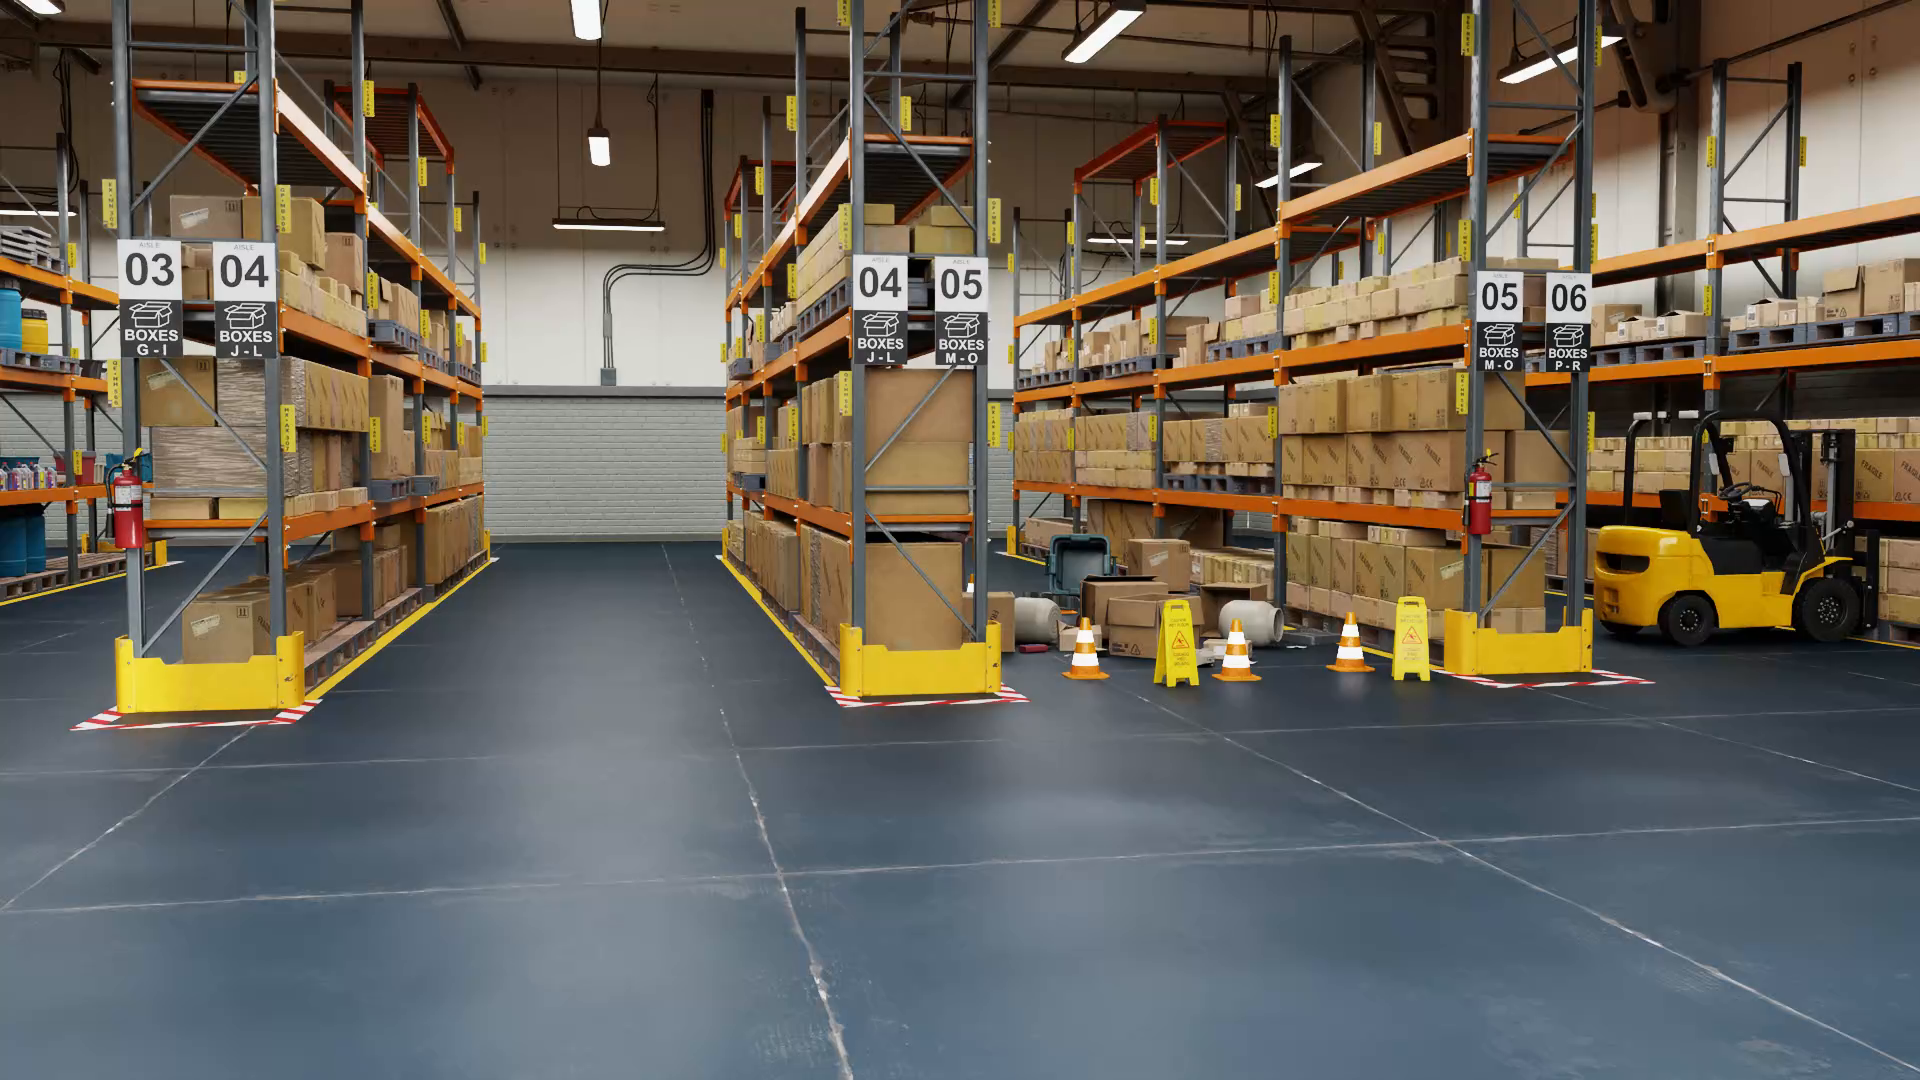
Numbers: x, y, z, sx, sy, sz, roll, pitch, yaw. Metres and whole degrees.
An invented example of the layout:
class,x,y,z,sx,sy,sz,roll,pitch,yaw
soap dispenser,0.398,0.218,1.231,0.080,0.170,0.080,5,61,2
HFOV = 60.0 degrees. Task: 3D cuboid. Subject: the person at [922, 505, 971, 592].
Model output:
class,x,y,z,sx,sy,sz,roll,pitch,yaw
person,-0.160,-0.113,18.953,0.583,1.663,0.412,-1,3,-15
